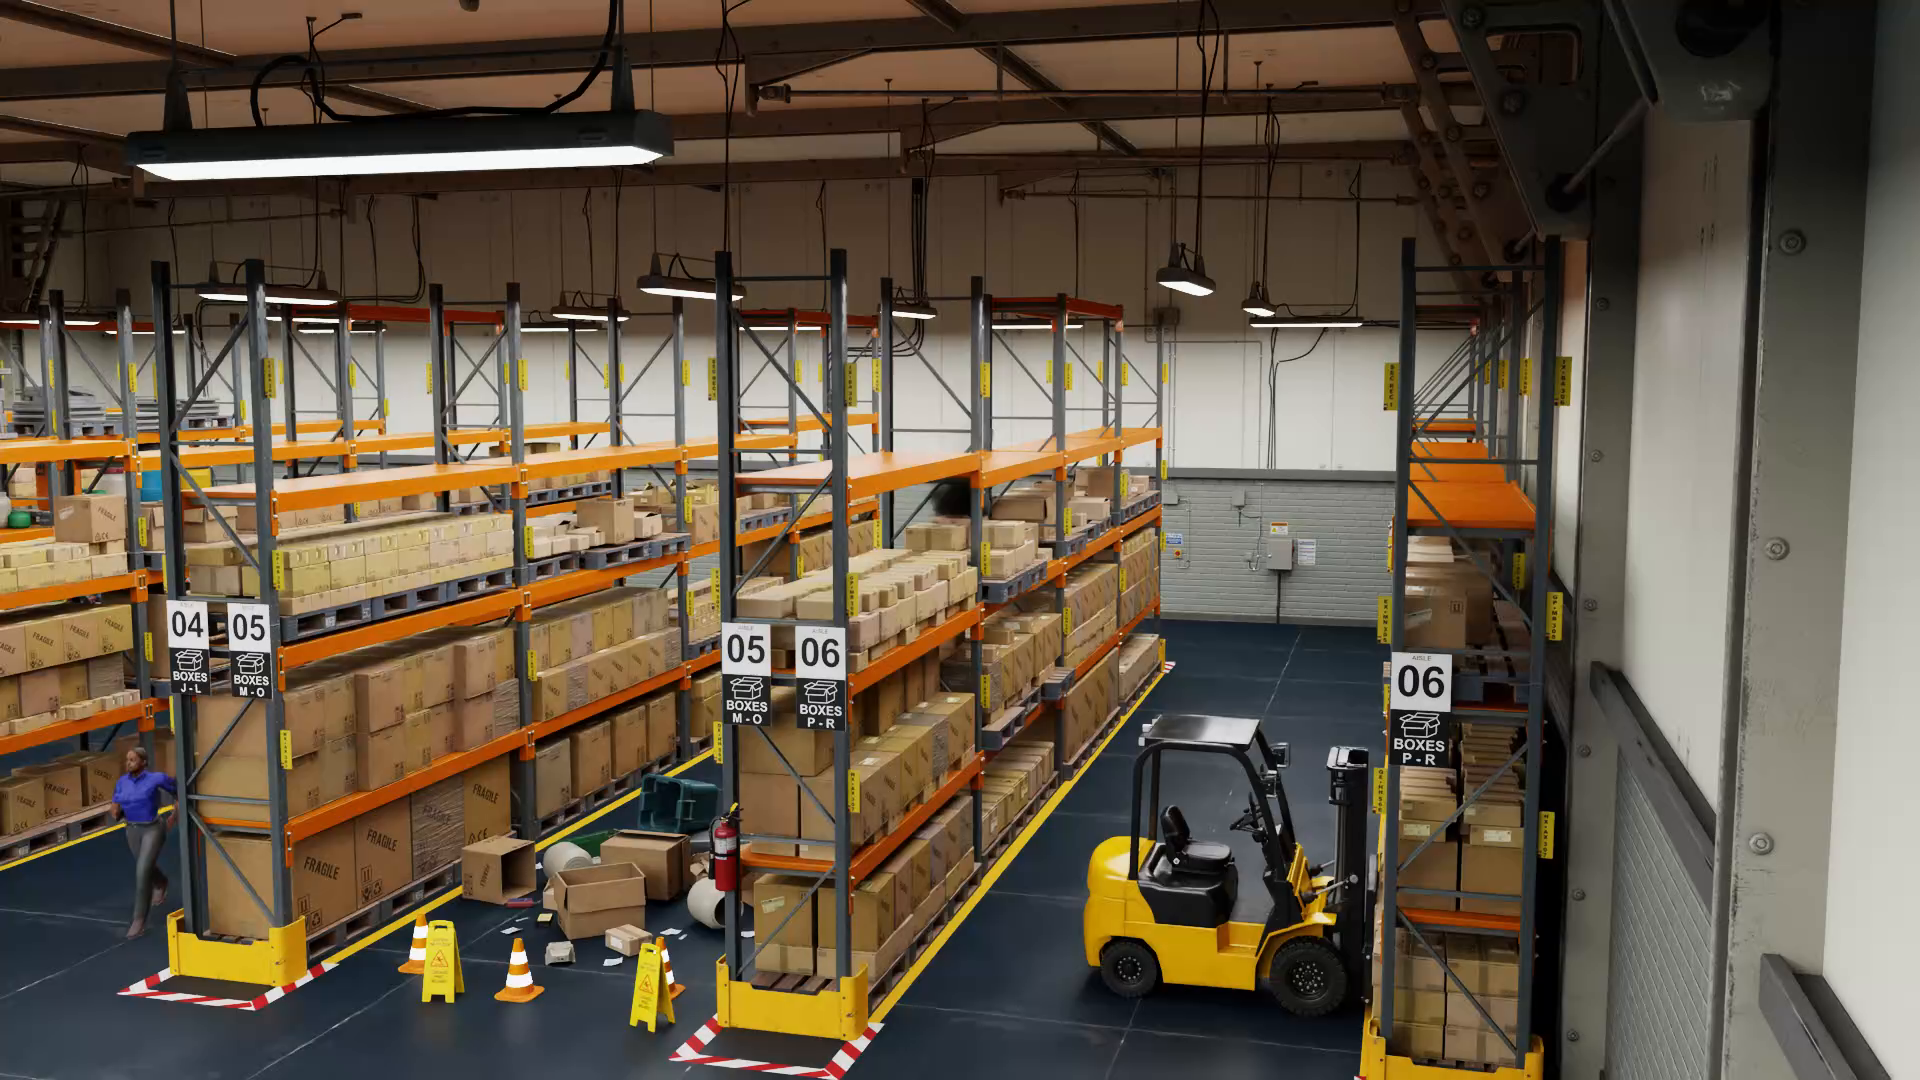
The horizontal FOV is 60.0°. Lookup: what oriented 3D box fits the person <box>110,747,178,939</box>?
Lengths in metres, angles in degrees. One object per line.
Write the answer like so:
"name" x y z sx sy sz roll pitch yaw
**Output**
"person" -7.496 2.730 15.381 0.587 1.675 0.926 1 6 7
